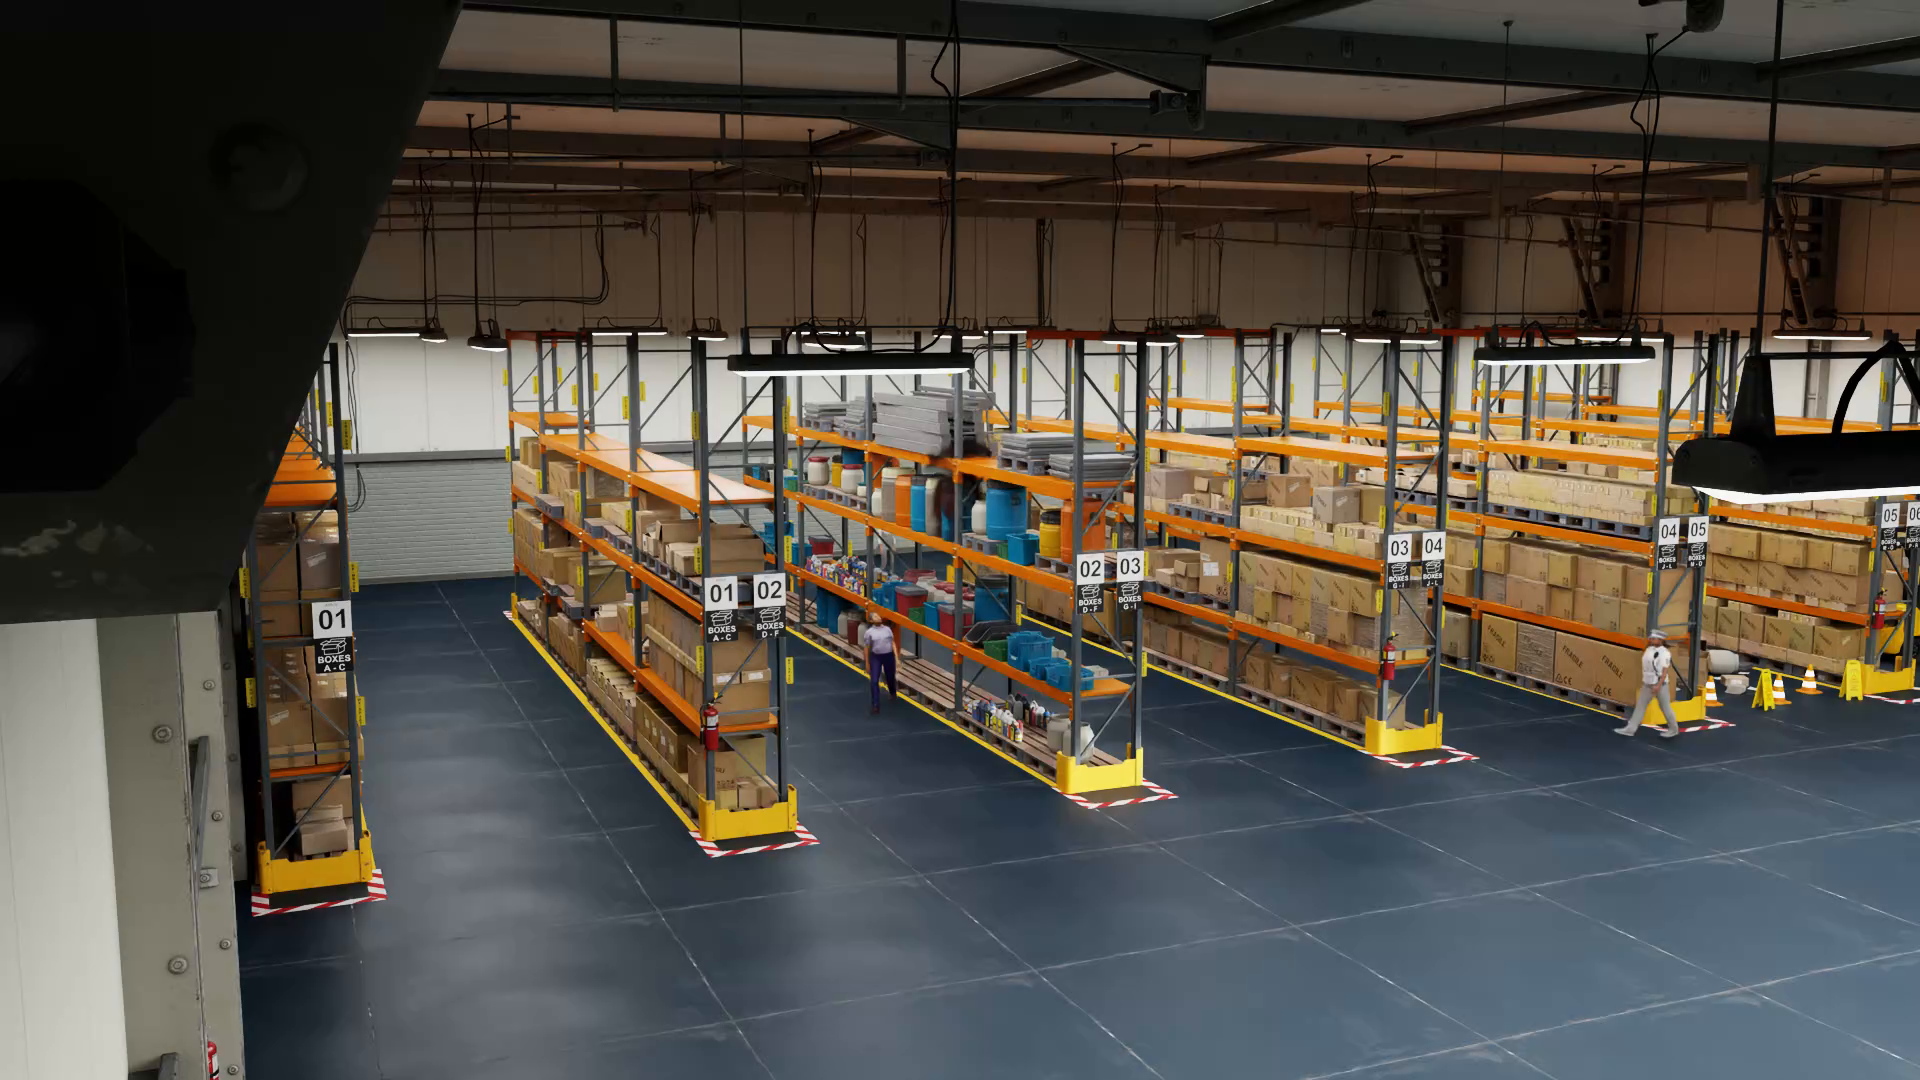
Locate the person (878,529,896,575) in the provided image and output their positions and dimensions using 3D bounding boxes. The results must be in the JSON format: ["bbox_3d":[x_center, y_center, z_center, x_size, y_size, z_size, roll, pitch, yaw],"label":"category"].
[{"bbox_3d":[-1.704,0.300,39.094,0.422,1.305,0.308,-7,10,-40],"label":"person"}]

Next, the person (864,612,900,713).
[{"bbox_3d":[5.499,1.577,29.288,13.980,1.590,6.590,0,8,1],"label":"person"}]

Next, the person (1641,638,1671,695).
[{"bbox_3d":[10.312,1.855,24.706,0.436,0.991,0.573,-2,8,-15],"label":"person"}]
